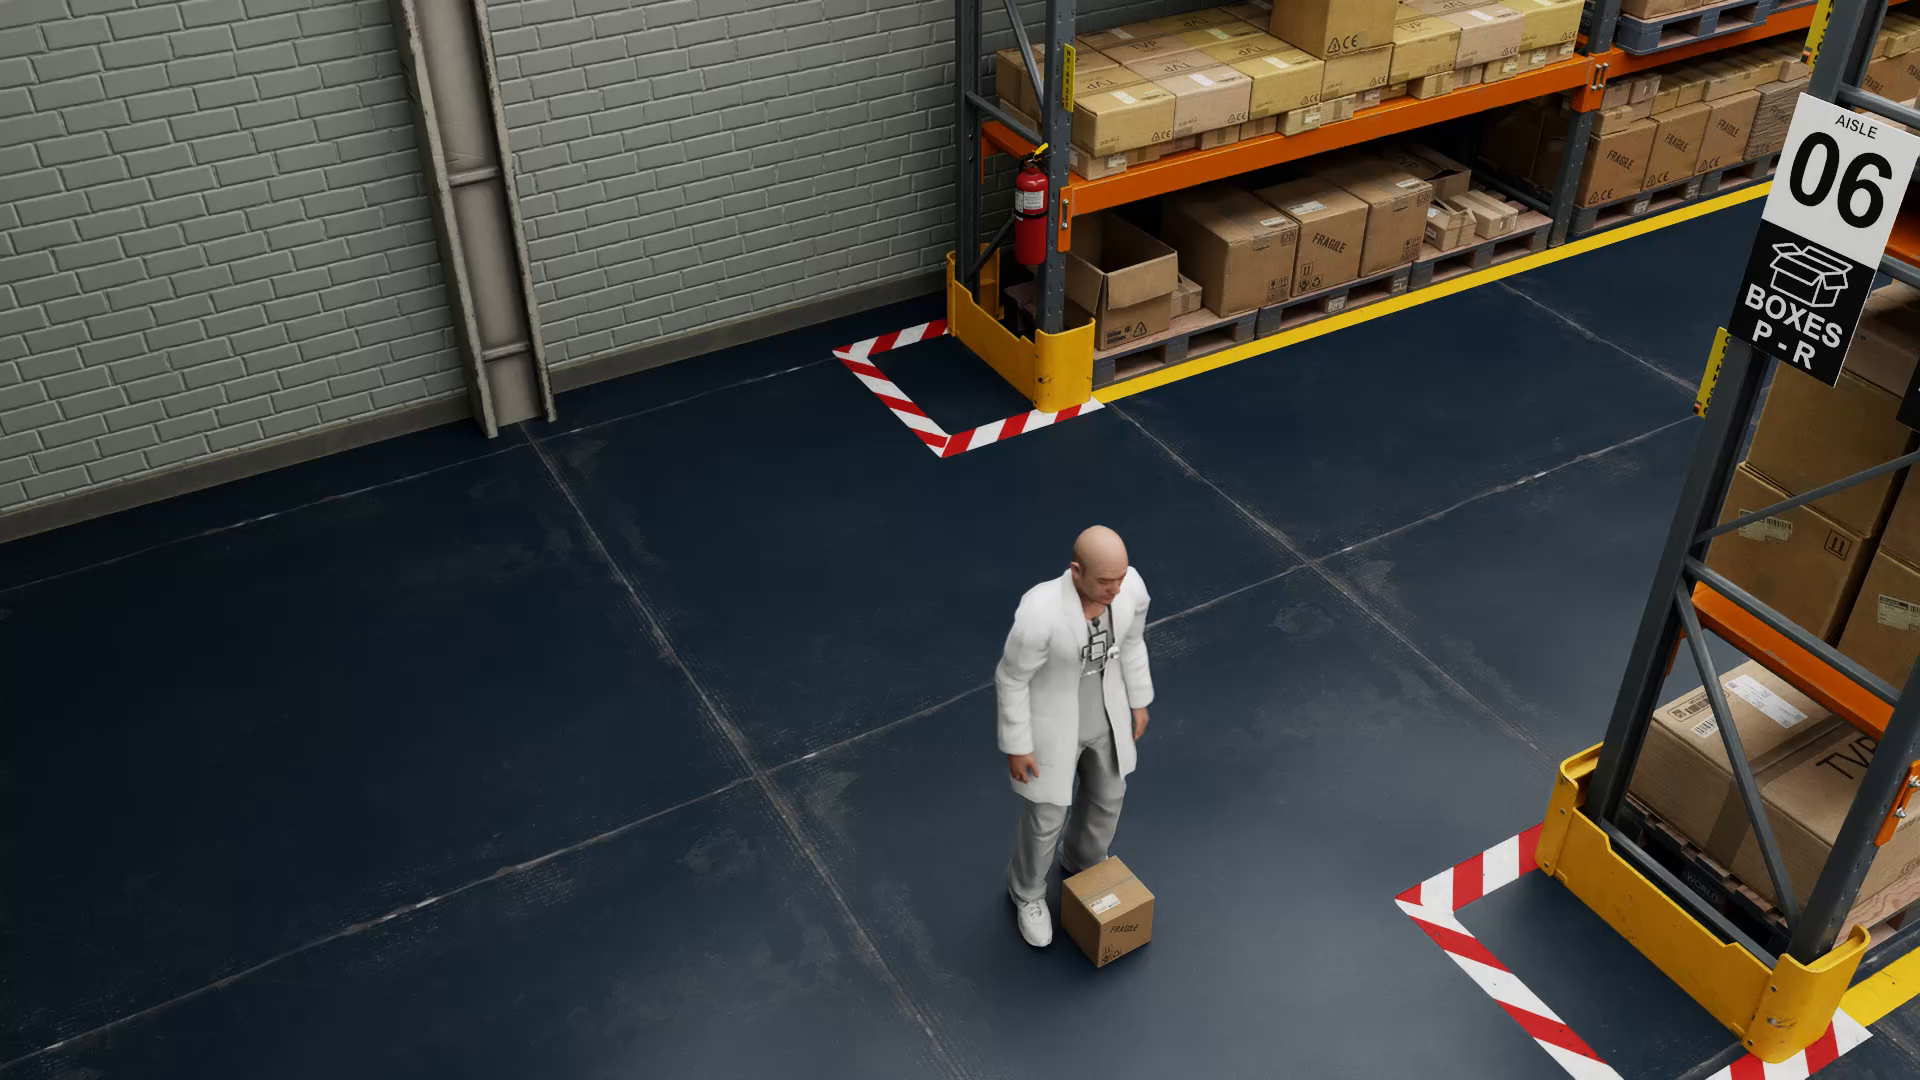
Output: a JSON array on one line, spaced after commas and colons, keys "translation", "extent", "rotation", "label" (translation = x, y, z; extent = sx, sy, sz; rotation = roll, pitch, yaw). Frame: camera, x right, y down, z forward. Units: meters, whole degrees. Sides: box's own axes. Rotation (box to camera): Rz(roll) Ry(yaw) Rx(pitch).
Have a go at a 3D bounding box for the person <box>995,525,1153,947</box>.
[{"translation": [0.423, 0.670, 6.032], "extent": [0.643, 1.773, 0.427], "rotation": [-19, 40, -24], "label": "person"}]
